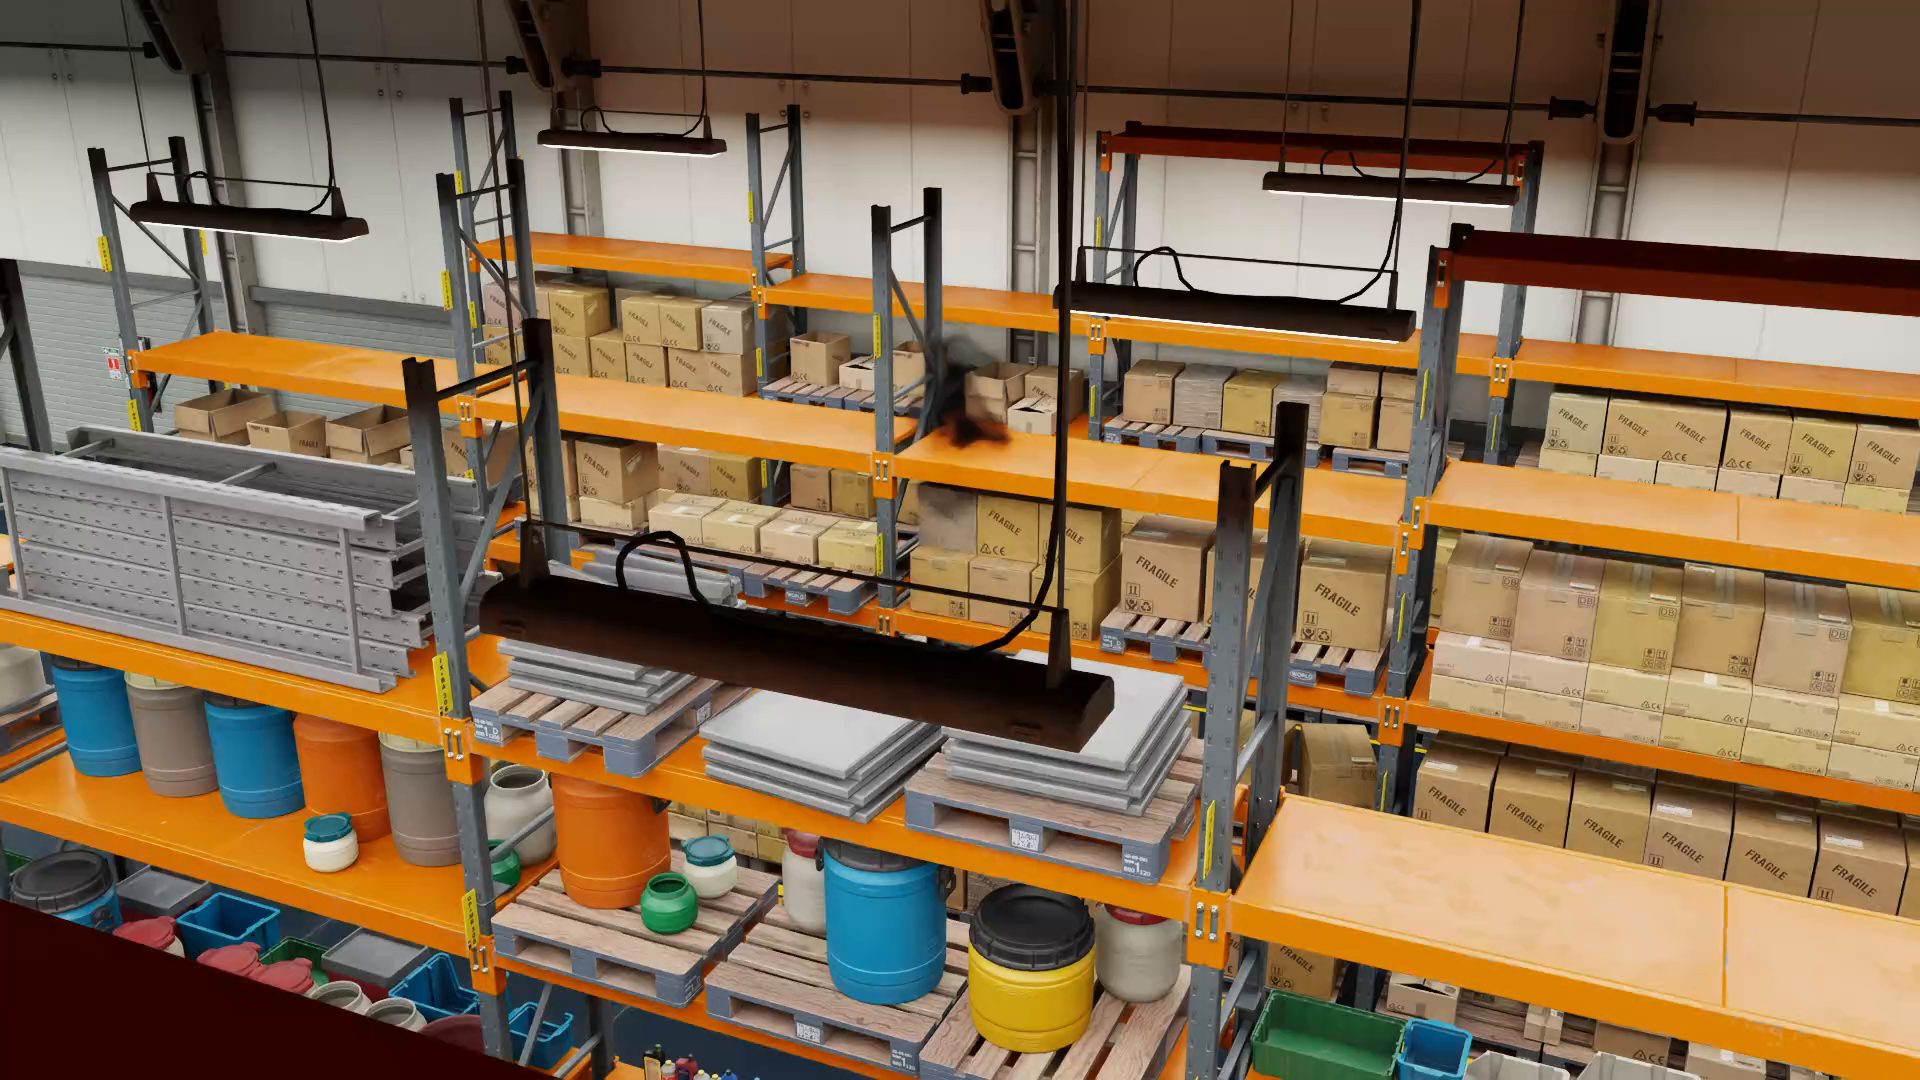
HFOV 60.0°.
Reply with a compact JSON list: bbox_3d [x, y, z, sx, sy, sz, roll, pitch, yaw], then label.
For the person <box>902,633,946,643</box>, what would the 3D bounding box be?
[{"bbox_3d":[-0.410,1.267,16.072,0.580,1.778,0.658,7,22,17],"label":"person"}]
